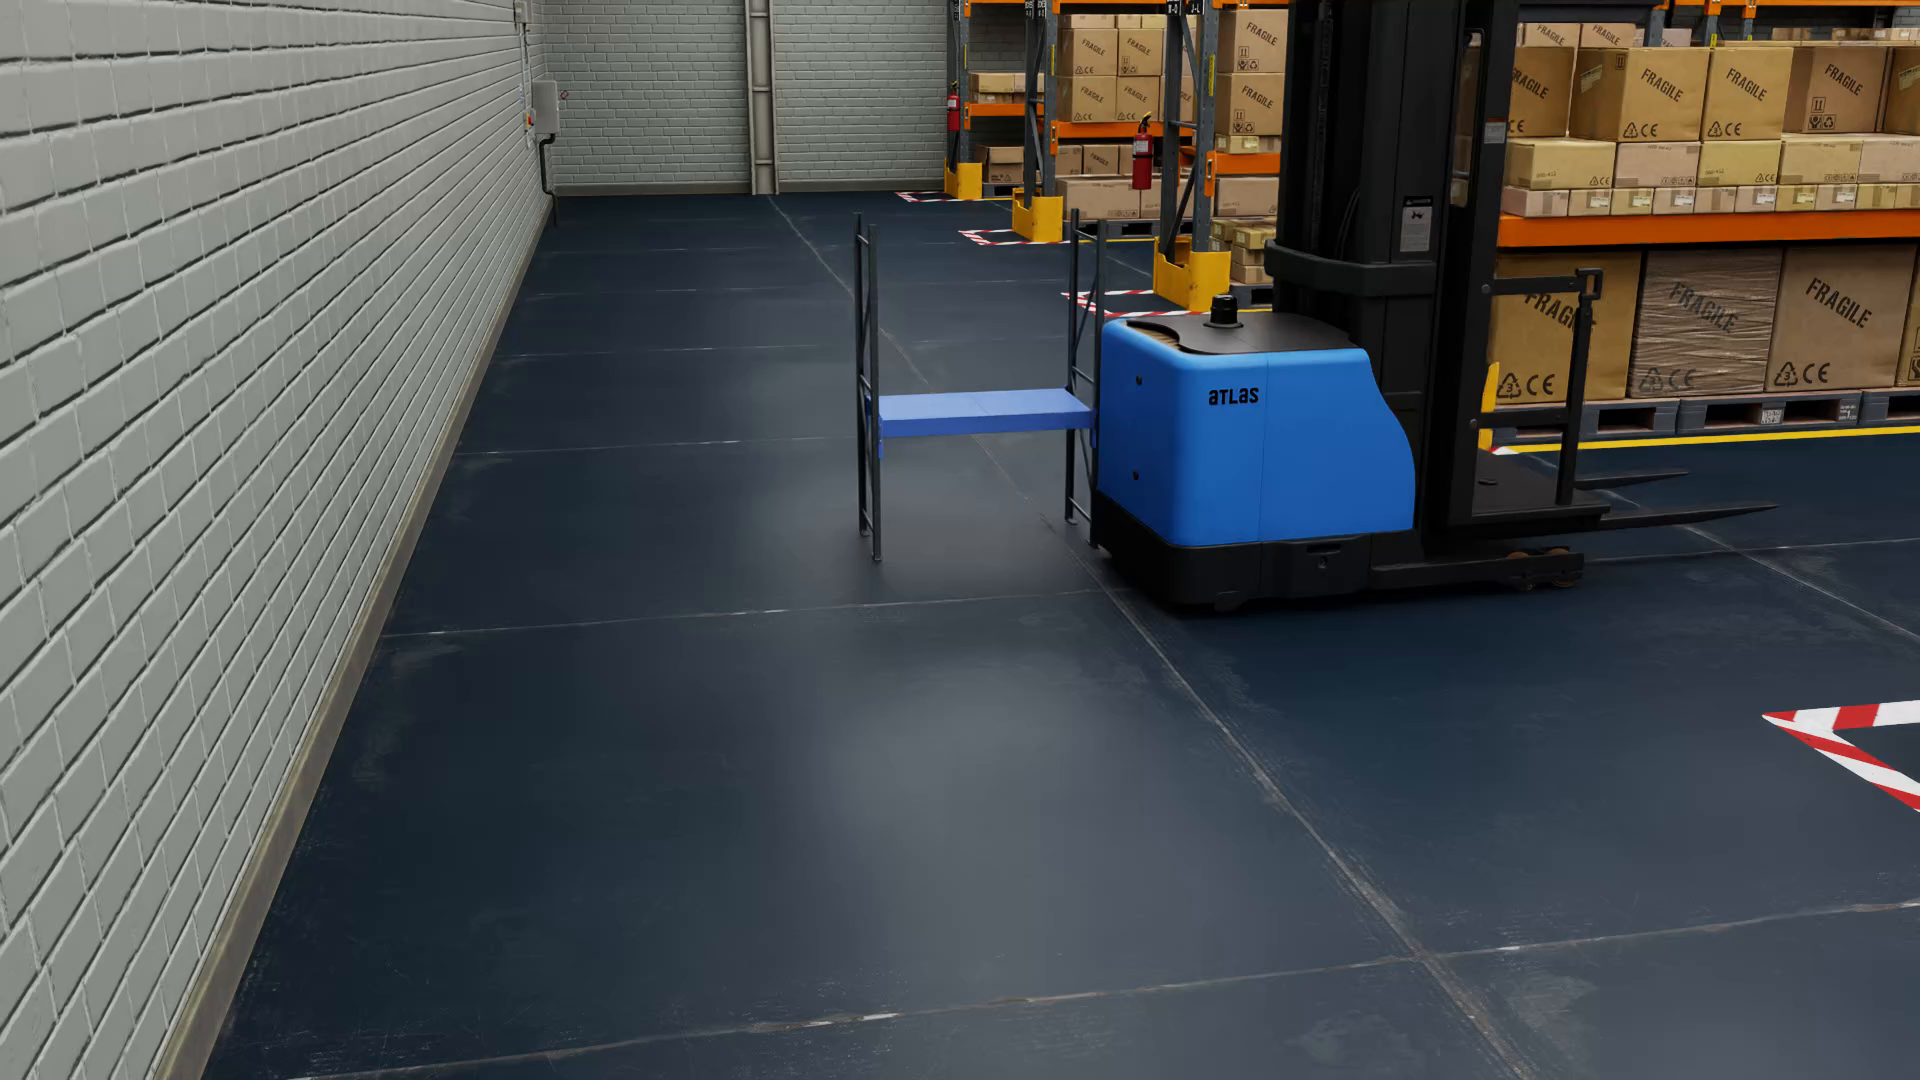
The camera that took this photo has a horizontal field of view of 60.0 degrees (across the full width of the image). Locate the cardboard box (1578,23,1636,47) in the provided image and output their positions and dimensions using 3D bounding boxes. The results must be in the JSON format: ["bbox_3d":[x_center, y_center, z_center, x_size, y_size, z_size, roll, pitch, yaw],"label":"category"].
[{"bbox_3d":[5.466,-4.323,14.399,0.500,0.500,0.500,-4,17,-12],"label":"cardboard box"}]

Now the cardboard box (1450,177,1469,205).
[{"bbox_3d":[3.078,-2.096,9.955,0.250,0.149,0.380,-3,17,-9],"label":"cardboard box"}]

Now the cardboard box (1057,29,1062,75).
[{"bbox_3d":[1.339,-5.579,18.995,0.500,0.500,0.500,-3,17,-9],"label":"cardboard box"}]

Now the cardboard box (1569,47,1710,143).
[{"bbox_3d":[3.804,-2.507,9.337,0.500,0.500,0.500,-4,17,-12],"label":"cardboard box"}]

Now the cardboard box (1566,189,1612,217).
[{"bbox_3d":[3.453,-1.921,9.384,0.250,0.149,0.380,-4,17,-11],"label":"cardboard box"}]

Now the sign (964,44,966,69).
[{"bbox_3d":[0.068,-6.646,22.867,0.005,0.325,0.100,-3,17,-10],"label":"sign"}]

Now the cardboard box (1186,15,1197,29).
[{"bbox_3d":[2.588,-5.802,18.615,0.250,0.149,0.380,-3,17,-10],"label":"cardboard box"}]

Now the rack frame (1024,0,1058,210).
[{"bbox_3d":[0.911,-4.958,18.846,0.127,3.000,1.000,-3,17,-10],"label":"rack frame"}]

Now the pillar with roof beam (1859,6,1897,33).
[{"bbox_3d":[15.637,-9.128,22.204,0.400,9.000,9.100,-3,17,-10],"label":"pillar with roof beam"}]

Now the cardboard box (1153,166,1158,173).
[{"bbox_3d":[2.773,-5.457,24.609,0.250,0.149,0.380,-3,17,-11],"label":"cardboard box"}]

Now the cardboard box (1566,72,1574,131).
[{"bbox_3d":[4.945,-3.813,14.439,0.500,0.500,0.500,-4,17,-12],"label":"cardboard box"}]

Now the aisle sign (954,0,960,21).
[{"bbox_3d":[-0.046,-7.543,22.834,0.004,0.787,0.394,-3,17,-10],"label":"aisle sign"}]

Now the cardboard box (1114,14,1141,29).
[{"bbox_3d":[1.832,-5.750,18.447,0.250,0.149,0.380,-3,17,-9],"label":"cardboard box"}]

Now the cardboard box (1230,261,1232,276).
[{"bbox_3d":[2.426,-2.464,14.866,0.250,0.149,0.380,-3,17,-10],"label":"cardboard box"}]

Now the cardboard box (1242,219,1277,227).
[{"bbox_3d":[2.678,-2.759,14.813,0.250,0.149,0.380,-3,17,-9],"label":"cardboard box"}]

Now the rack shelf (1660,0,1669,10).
[{"bbox_3d":[7.840,-4.961,14.971,4.000,0.370,1.077,-3,17,-10],"label":"rack shelf"}]

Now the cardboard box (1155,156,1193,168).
[{"bbox_3d":[3.199,-5.558,24.664,0.500,0.311,0.500,-3,17,-8],"label":"cardboard box"}]

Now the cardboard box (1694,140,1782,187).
[{"bbox_3d":[4.316,-2.179,9.545,0.500,0.250,0.500,-4,17,-12],"label":"cardboard box"}]

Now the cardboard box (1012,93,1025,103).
[{"bbox_3d":[0.832,-6.260,23.513,0.250,0.149,0.380,-3,17,-11],"label":"cardboard box"}]

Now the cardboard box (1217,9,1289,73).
[{"bbox_3d":[2.440,-4.153,13.845,0.500,0.500,0.500,-3,17,-11],"label":"cardboard box"}]

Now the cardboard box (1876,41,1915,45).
[{"bbox_3d":[11.288,-5.870,20.424,0.500,0.500,0.500,-3,17,-9],"label":"cardboard box"}]

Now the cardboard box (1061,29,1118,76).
[{"bbox_3d":[1.436,-5.429,18.504,0.500,0.500,0.500,-4,17,-12],"label":"cardboard box"}]

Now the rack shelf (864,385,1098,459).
[{"bbox_3d":[0.079,-0.551,7.664,1.000,0.185,0.538,-3,17,-11],"label":"rack shelf"}]

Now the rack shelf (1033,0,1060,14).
[{"bbox_3d":[2.874,-6.160,18.874,4.000,0.370,1.077,-3,17,-10],"label":"rack shelf"}]

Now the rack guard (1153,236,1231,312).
[{"bbox_3d":[2.023,-2.346,14.599,0.348,0.500,1.175,-3,17,-10],"label":"rack guard"}]

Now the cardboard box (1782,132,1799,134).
[{"bbox_3d":[4.724,-2.362,10.142,0.500,0.250,0.500,-3,17,-10],"label":"cardboard box"}]

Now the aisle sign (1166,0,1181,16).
[{"bbox_3d":[1.820,-4.862,14.105,0.004,0.787,0.394,-3,17,-10],"label":"aisle sign"}]

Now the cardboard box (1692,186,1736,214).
[{"bbox_3d":[4.210,-1.964,9.524,0.250,0.149,0.380,-4,17,-12],"label":"cardboard box"}]

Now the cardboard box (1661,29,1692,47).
[{"bbox_3d":[8.307,-5.825,19.796,0.500,0.500,0.500,-4,17,-12],"label":"cardboard box"}]

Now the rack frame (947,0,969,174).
[{"bbox_3d":[-0.035,-6.389,23.504,0.127,3.000,1.000,-3,17,-10],"label":"rack frame"}]

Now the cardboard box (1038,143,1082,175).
[{"bbox_3d":[1.430,-5.438,23.950,0.500,0.500,0.700,-3,17,-8],"label":"cardboard box"}]

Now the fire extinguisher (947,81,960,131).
[{"bbox_3d":[-0.091,-6.032,23.109,0.183,0.674,0.296,-3,17,-10],"label":"fire extinguisher"}]

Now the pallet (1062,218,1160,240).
[{"bbox_3d":[1.681,-3.692,19.473,1.213,0.211,1.003,-3,17,-10],"label":"pallet"}]

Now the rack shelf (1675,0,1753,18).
[{"bbox_3d":[9.784,-8.036,24.982,4.000,0.370,1.077,-3,17,-10],"label":"rack shelf"}]

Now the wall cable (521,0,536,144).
[{"bbox_3d":[-4.902,-5.531,18.981,0.122,1.984,0.588,-3,17,-10],"label":"wall cable"}]

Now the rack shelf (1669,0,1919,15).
[{"bbox_3d":[10.729,-6.605,20.324,4.000,0.370,1.077,-3,17,-10],"label":"rack shelf"}]

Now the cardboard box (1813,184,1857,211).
[{"bbox_3d":[4.969,-2.007,9.665,0.250,0.149,0.380,-3,17,-10],"label":"cardboard box"}]

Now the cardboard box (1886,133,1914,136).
[{"bbox_3d":[5.827,-2.265,9.826,0.500,0.250,0.500,-3,17,-9],"label":"cardboard box"}]

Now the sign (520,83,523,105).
[{"bbox_3d":[-4.672,-4.749,17.705,0.001,0.218,0.327,-3,17,-10],"label":"sign"}]

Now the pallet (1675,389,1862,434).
[{"bbox_3d":[4.756,-0.902,10.390,1.213,0.211,1.003,-3,17,-10],"label":"pallet"}]

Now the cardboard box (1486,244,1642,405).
[{"bbox_3d":[3.404,-1.345,9.986,0.875,0.875,0.875,-3,17,-10],"label":"cardboard box"}]

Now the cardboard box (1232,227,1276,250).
[{"bbox_3d":[2.528,-2.590,14.264,0.250,0.149,0.380,-4,18,-13],"label":"cardboard box"}]

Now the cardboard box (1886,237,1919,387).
[{"bbox_3d":[6.055,-1.496,10.476,0.875,0.875,0.875,-3,17,-10],"label":"cardboard box"}]

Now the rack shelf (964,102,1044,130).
[{"bbox_3d":[1.929,-6.156,23.972,4.000,0.370,1.077,-3,17,-10],"label":"rack shelf"}]

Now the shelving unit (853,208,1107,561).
[{"bbox_3d":[0.079,-0.723,7.611,1.048,1.500,0.538,-3,17,-11],"label":"shelving unit"}]

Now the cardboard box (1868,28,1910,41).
[{"bbox_3d":[11.343,-6.172,20.302,0.250,0.149,0.380,-4,18,-13],"label":"cardboard box"}]

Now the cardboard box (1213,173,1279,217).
[{"bbox_3d":[3.322,-4.103,19.709,0.875,0.438,0.875,-4,17,-12],"label":"cardboard box"}]

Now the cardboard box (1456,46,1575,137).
[{"bbox_3d":[3.219,-2.633,9.748,0.500,0.500,0.500,-3,17,-10],"label":"cardboard box"}]

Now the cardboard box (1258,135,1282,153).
[{"bbox_3d":[2.571,-3.366,14.091,0.250,0.149,0.380,-3,17,-8],"label":"cardboard box"}]

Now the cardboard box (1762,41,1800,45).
[{"bbox_3d":[9.761,-5.784,20.142,0.500,0.500,0.500,-2,17,-8],"label":"cardboard box"}]

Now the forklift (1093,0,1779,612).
[{"bbox_3d":[2.184,-1.327,7.139,3.031,2.935,1.130,-4,18,-14],"label":"forklift"}]

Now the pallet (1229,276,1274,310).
[{"bbox_3d":[2.828,-2.243,14.755,1.213,0.211,1.003,-3,17,-10],"label":"pallet"}]

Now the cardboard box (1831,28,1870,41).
[{"bbox_3d":[11.117,-6.313,20.760,0.250,0.149,0.380,-2,17,-7],"label":"cardboard box"}]

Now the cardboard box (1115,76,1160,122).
[{"bbox_3d":[1.928,-4.986,18.766,0.500,0.500,0.500,-3,17,-11],"label":"cardboard box"}]

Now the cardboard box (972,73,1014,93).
[{"bbox_3d":[0.462,-6.407,23.311,0.500,0.250,0.500,-3,17,-10],"label":"cardboard box"}]
